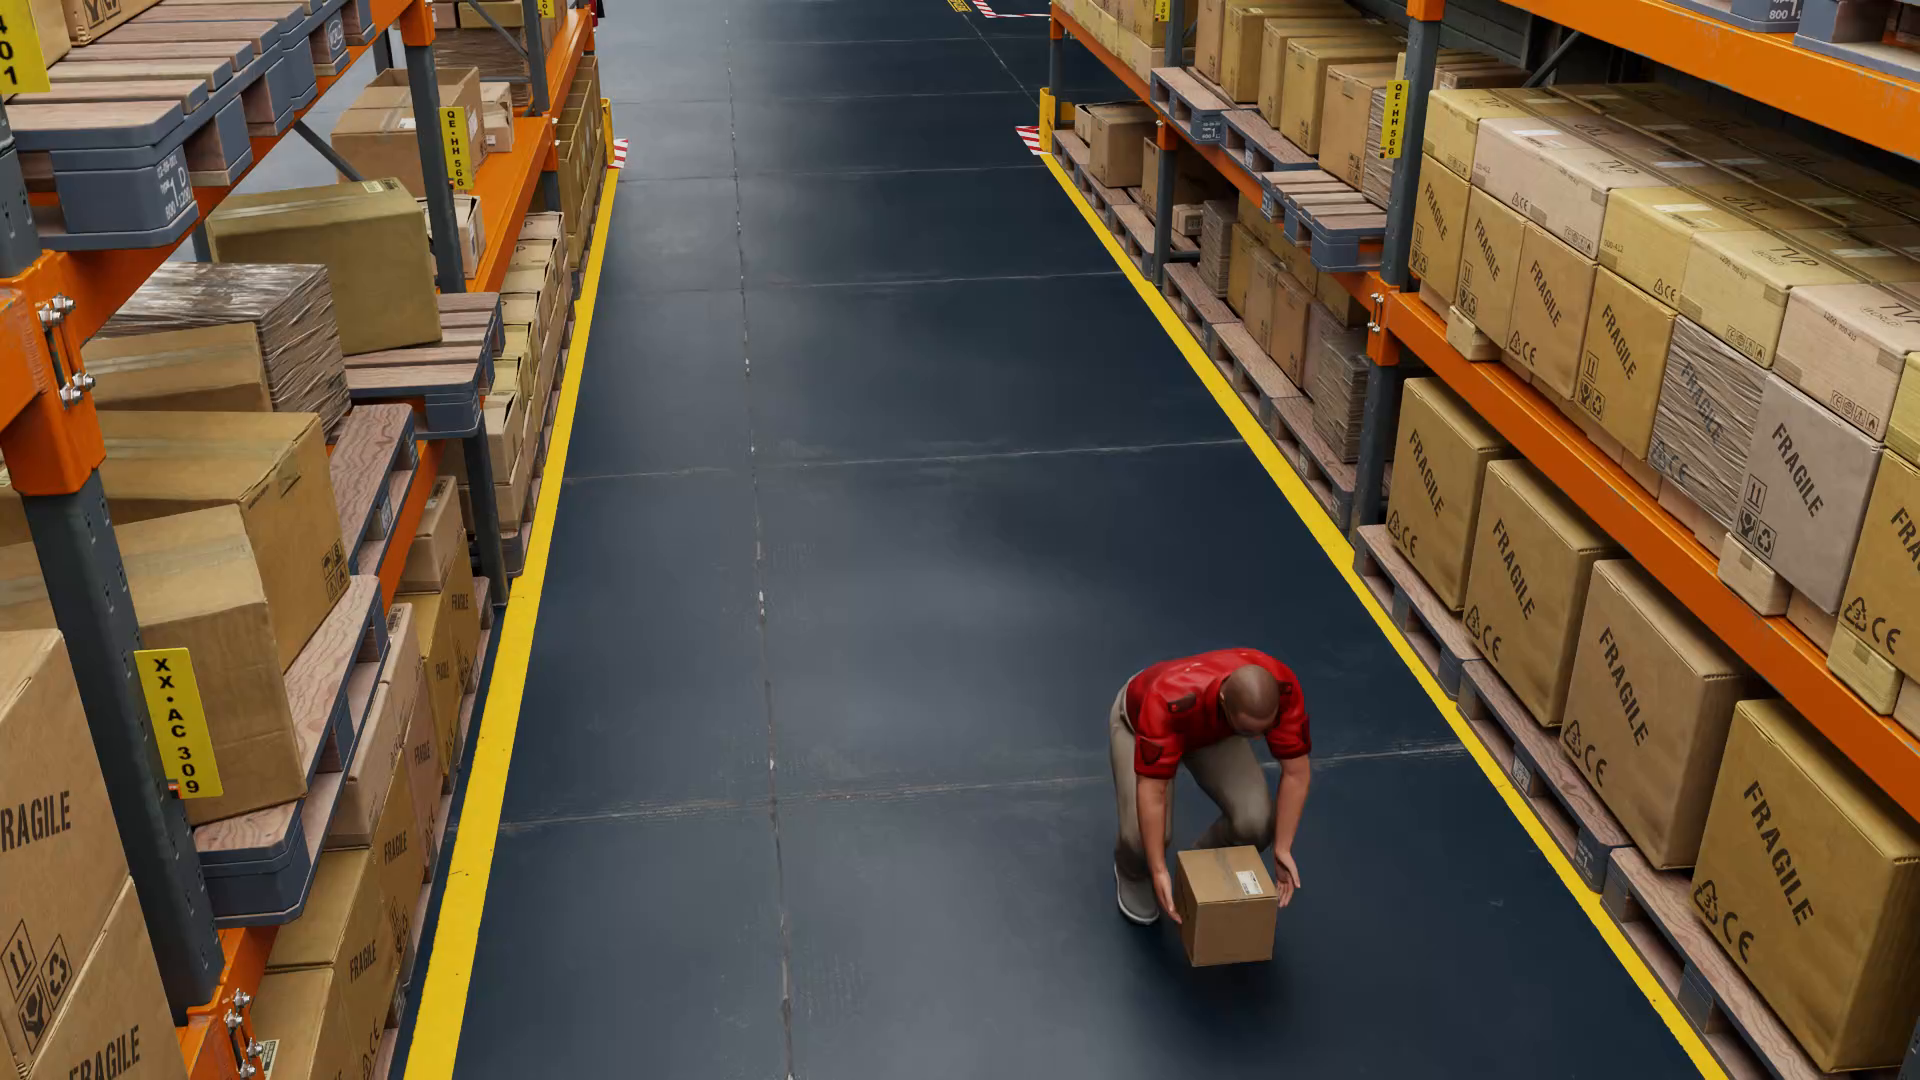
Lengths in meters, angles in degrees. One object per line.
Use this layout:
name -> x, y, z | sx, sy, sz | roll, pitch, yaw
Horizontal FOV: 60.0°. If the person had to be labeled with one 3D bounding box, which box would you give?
person -> 0.787, 0.738, 5.351 | 0.576, 1.130, 0.820 | -4, 27, -7
